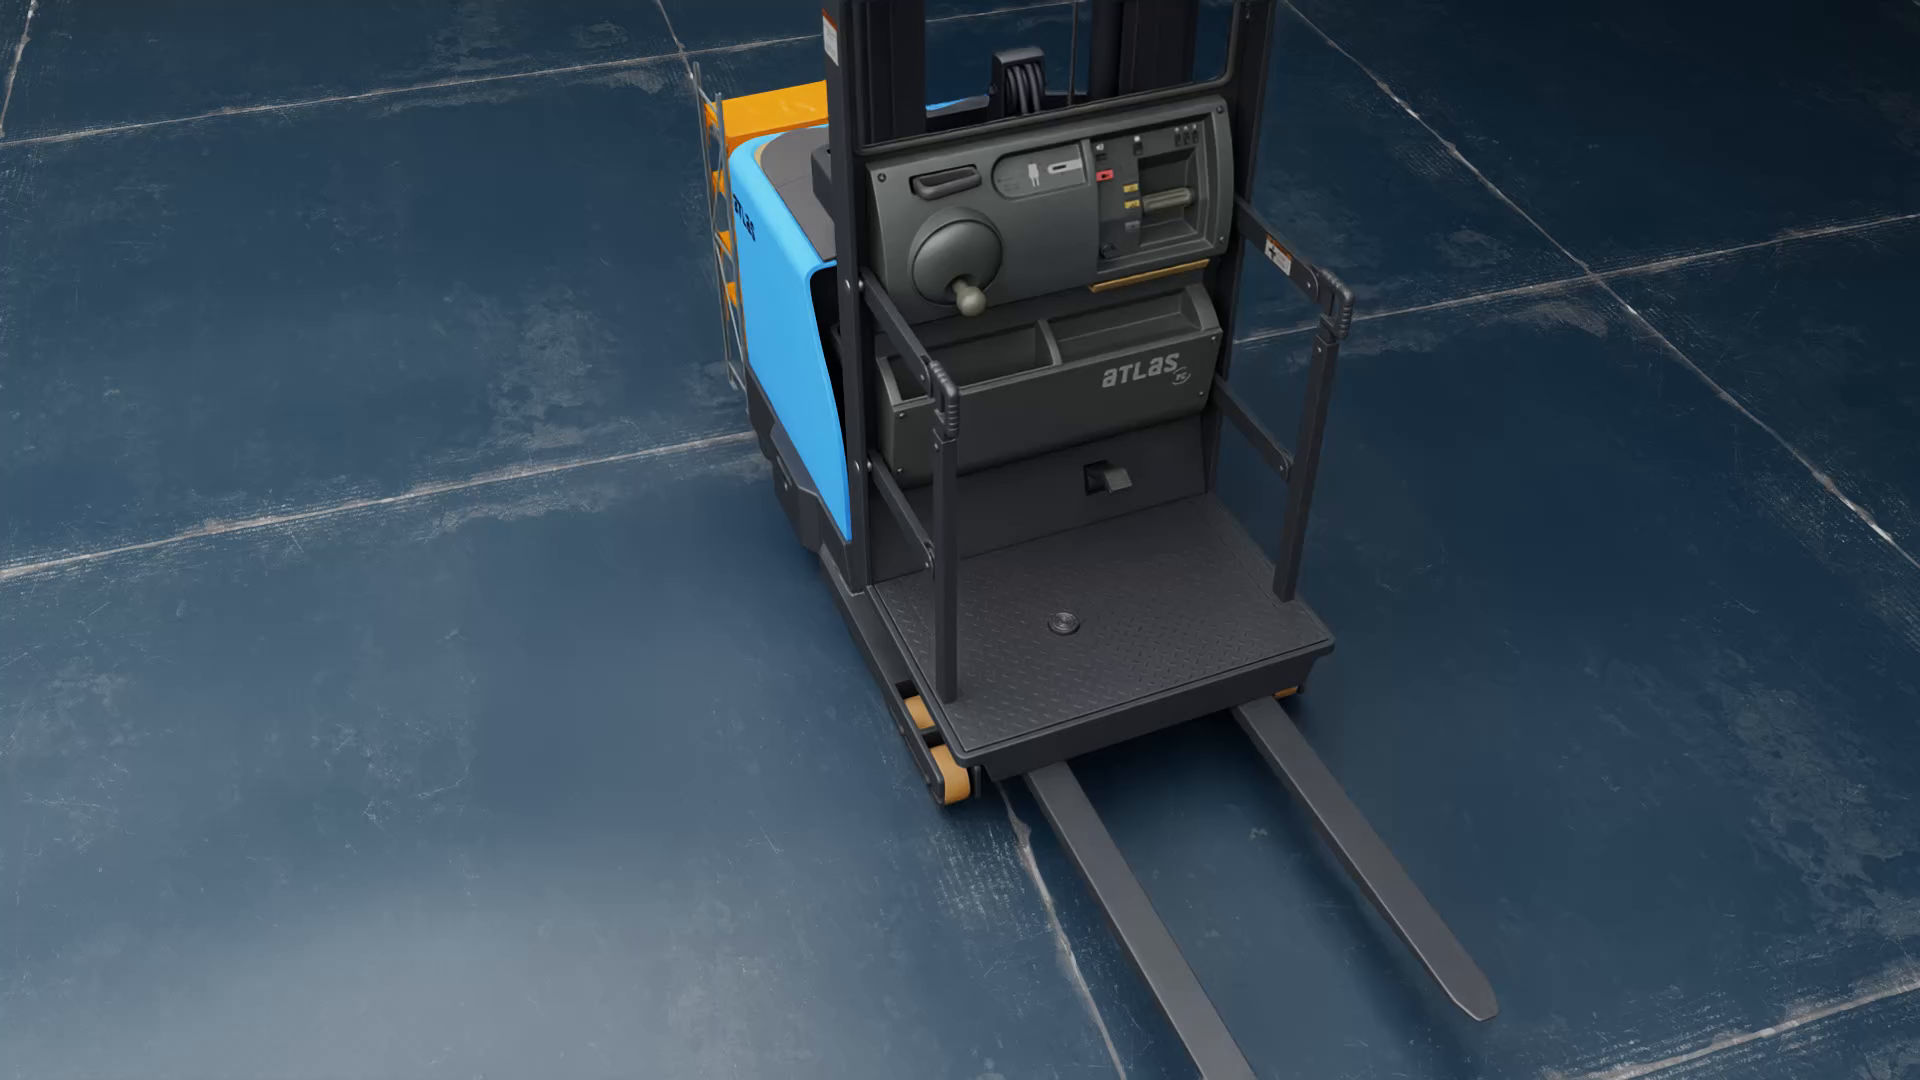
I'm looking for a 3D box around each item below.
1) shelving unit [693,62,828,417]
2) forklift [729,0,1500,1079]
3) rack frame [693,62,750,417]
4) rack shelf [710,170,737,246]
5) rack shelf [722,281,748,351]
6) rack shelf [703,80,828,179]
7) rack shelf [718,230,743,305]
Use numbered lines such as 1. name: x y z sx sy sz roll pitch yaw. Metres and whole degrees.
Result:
1. shelving unit: -0.542 -1.010 5.495 0.503 1.200 0.258 -16 44 -18
2. forklift: 0.320 -0.719 3.845 1.130 2.935 3.031 -15 43 -17
3. rack frame: -0.765 -0.945 5.420 0.015 1.200 0.240 -16 44 -18
4. rack shelf: -0.542 -1.128 5.392 0.480 0.148 0.258 -16 44 -18
5. rack shelf: -0.542 -0.810 5.669 0.480 0.148 0.258 -16 44 -18
6. rack shelf: -0.542 -1.306 5.236 0.480 0.148 0.258 -16 44 -18
7. rack shelf: -0.542 -0.960 5.539 0.480 0.148 0.258 -16 44 -18
